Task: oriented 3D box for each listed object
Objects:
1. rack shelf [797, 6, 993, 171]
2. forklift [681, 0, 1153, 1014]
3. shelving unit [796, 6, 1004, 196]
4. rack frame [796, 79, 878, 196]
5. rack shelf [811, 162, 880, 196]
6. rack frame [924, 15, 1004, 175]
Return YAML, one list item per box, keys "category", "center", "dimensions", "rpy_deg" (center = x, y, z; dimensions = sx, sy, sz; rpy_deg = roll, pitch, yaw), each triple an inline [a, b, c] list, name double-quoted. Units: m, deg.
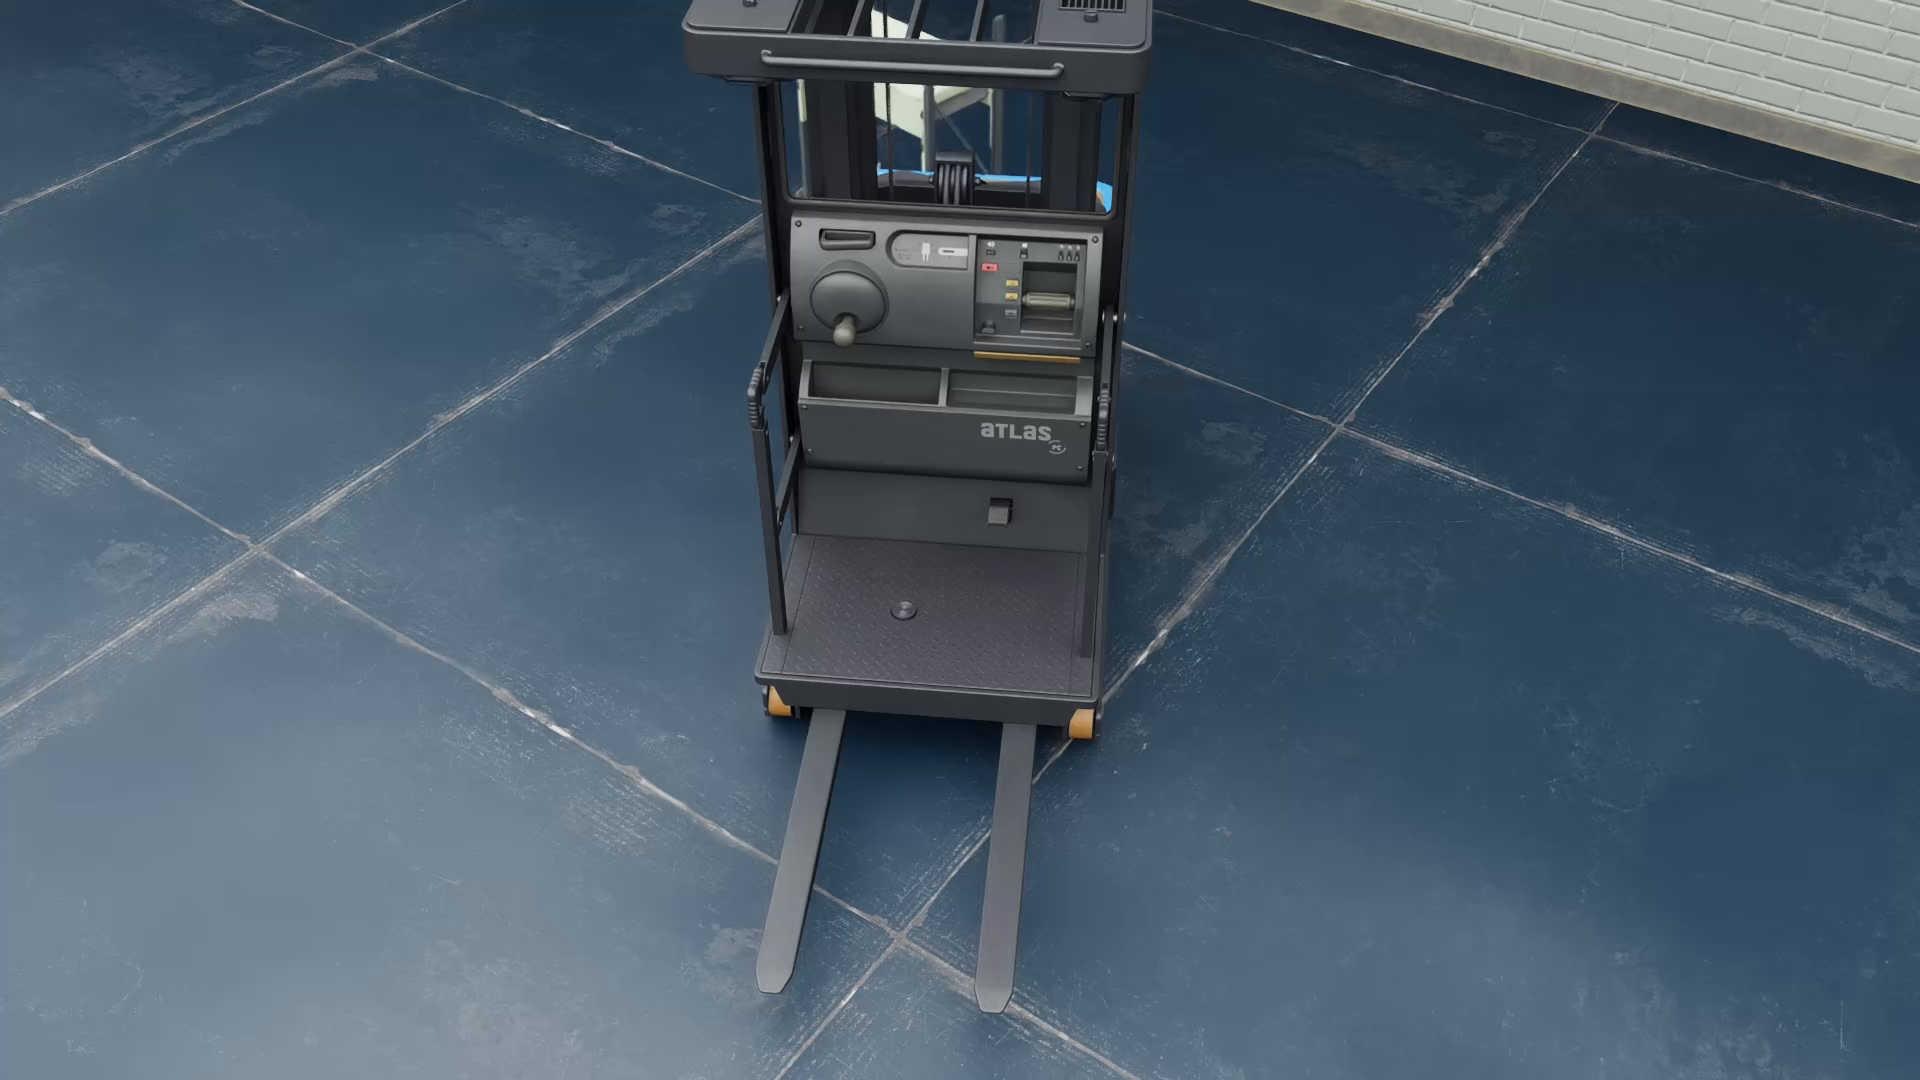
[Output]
- category: "rack shelf"
  center: [-0.244, -1.758, 6.505]
  dimensions: [0.720, 0.370, 0.431]
  rpy_deg: [34, 52, 32]
- category: "forklift"
  center: [-0.064, -0.676, 4.807]
  dimensions: [1.130, 2.935, 3.031]
  rpy_deg: [4, 42, 4]
- category: "shelving unit"
  center: [-0.244, -1.468, 6.765]
  dimensions: [0.755, 1.500, 0.431]
  rpy_deg: [34, 52, 32]
- category: "rack frame"
  center: [-0.503, -1.640, 6.958]
  dimensions: [0.023, 1.500, 0.400]
  rpy_deg: [34, 52, 32]
- category: "rack shelf"
  center: [-0.244, -1.225, 6.983]
  dimensions: [0.720, 0.370, 0.431]
  rpy_deg: [34, 52, 32]
- category: "rack frame"
  center: [0.015, -1.295, 6.573]
  dimensions: [0.023, 1.500, 0.400]
  rpy_deg: [34, 52, 32]
